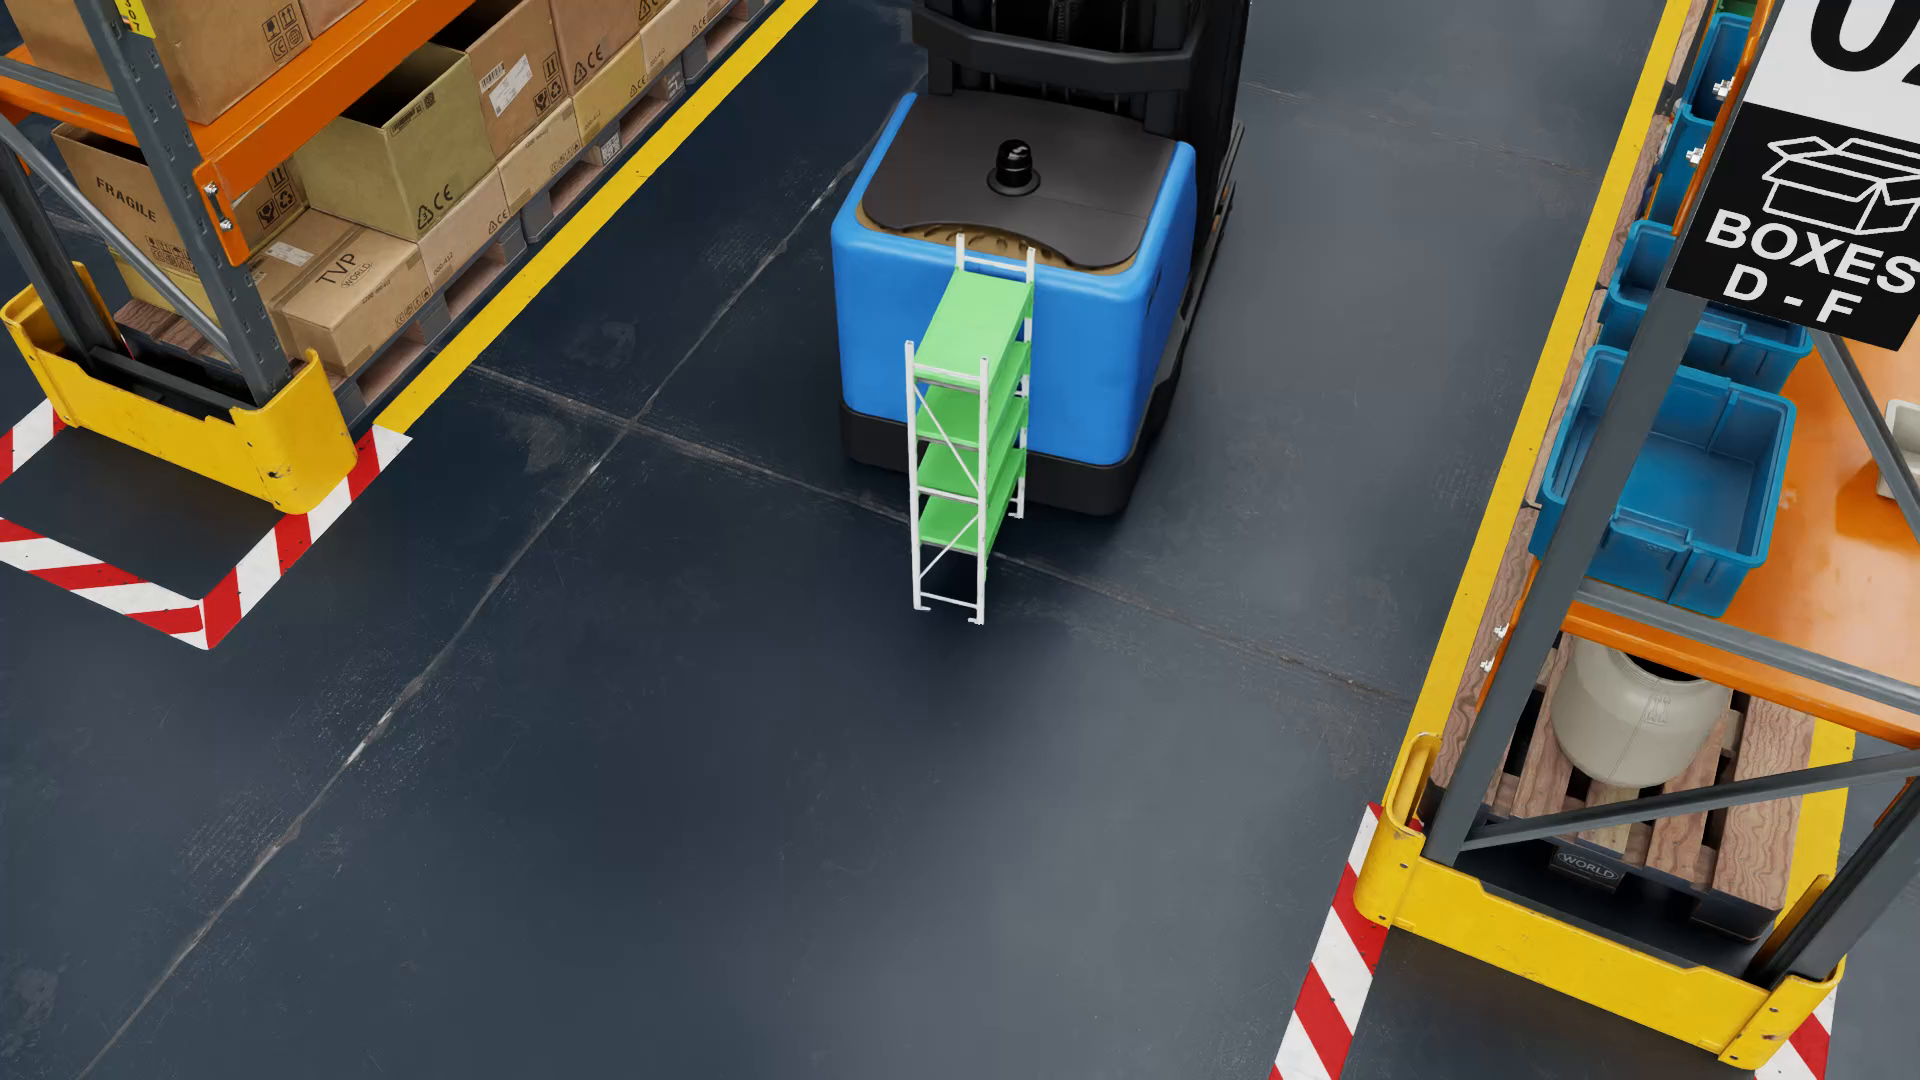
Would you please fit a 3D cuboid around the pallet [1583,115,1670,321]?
[{"bbox_3d":[3.122,-1.157,6.596,1.003,0.211,1.213,20,52,16],"label":"pallet"}]

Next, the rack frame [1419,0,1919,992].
[{"bbox_3d":[1.738,0.245,3.572,1.000,3.000,0.127,20,52,16],"label":"rack frame"}]

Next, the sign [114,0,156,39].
[{"bbox_3d":[-2.240,-1.490,4.428,0.100,0.325,0.005,20,52,16],"label":"sign"}]

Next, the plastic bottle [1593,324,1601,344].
[{"bbox_3d":[2.385,-0.822,5.930,0.144,0.351,0.185,22,53,18],"label":"plastic bottle"}]

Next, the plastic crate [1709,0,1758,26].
[{"bbox_3d":[2.612,-1.598,5.279,0.450,0.188,0.662,20,52,16],"label":"plastic crate"}]

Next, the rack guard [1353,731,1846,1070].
[{"bbox_3d":[1.728,0.988,4.581,1.175,0.500,0.348,20,52,16],"label":"rack guard"}]

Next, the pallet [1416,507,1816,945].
[{"bbox_3d":[2.080,0.524,5.166,1.003,0.211,1.213,20,52,16],"label":"pallet"}]

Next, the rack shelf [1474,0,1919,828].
[{"bbox_3d":[2.592,-0.899,5.018,1.077,0.370,4.000,20,52,16],"label":"rack shelf"}]

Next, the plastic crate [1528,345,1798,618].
[{"bbox_3d":[1.681,-0.149,4.004,0.499,0.251,0.616,20,52,16],"label":"plastic crate"}]

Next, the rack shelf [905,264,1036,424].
[{"bbox_3d":[0.035,-0.585,4.914,0.258,0.148,0.480,13,51,11],"label":"rack shelf"}]

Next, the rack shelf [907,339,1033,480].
[{"bbox_3d":[0.035,-0.429,5.096,0.258,0.148,0.480,13,51,11],"label":"rack shelf"}]

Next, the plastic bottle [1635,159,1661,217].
[{"bbox_3d":[2.727,-1.372,6.399,0.144,0.351,0.185,21,53,17],"label":"plastic bottle"}]

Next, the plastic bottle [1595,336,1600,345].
[{"bbox_3d":[2.259,-0.587,5.779,0.152,0.276,0.135,20,53,16],"label":"plastic bottle"}]

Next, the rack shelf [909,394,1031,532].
[{"bbox_3d":[0.035,-0.274,5.279,0.258,0.148,0.480,13,51,11],"label":"rack shelf"}]

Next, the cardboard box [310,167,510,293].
[{"bbox_3d":[-2.098,-1.256,6.379,0.500,0.250,0.500,20,52,16],"label":"cardboard box"}]

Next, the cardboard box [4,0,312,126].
[{"bbox_3d":[-2.528,-1.719,5.177,0.700,0.500,0.500,20,52,16],"label":"cardboard box"}]

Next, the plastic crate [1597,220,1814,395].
[{"bbox_3d":[1.964,-0.594,4.383,0.499,0.251,0.408,20,52,16],"label":"plastic crate"}]

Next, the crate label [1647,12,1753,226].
[{"bbox_3d":[2.280,-1.122,4.712,0.502,0.435,0.616,20,52,16],"label":"crate label"}]

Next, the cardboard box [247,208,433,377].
[{"bbox_3d":[-2.309,-0.911,6.085,0.500,0.250,0.500,20,52,16],"label":"cardboard box"}]

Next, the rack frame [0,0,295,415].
[{"bbox_3d":[-2.739,-1.369,4.945,1.000,3.000,0.127,20,52,16],"label":"rack frame"}]

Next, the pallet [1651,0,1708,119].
[{"bbox_3d":[3.747,-2.159,7.448,1.003,0.211,1.213,20,52,16],"label":"pallet"}]

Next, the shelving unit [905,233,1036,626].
[{"bbox_3d":[0.035,-0.315,5.230,0.258,1.200,0.503,13,51,11],"label":"shelving unit"}]

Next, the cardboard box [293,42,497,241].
[{"bbox_3d":[-2.097,-1.499,6.093,0.500,0.500,0.500,20,52,16],"label":"cardboard box"}]

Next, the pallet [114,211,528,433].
[{"bbox_3d":[-2.450,-1.006,6.467,1.003,0.211,1.213,20,52,16],"label":"pallet"}]

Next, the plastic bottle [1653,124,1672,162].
[{"bbox_3d":[2.871,-1.598,6.689,0.097,0.201,0.097,0,50,0],"label":"plastic bottle"}]

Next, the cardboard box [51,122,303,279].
[{"bbox_3d":[-2.779,-1.323,5.944,0.500,0.500,0.500,20,52,16],"label":"cardboard box"}]

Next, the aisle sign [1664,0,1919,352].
[{"bbox_3d":[1.439,-0.644,2.622,0.394,0.787,0.004,20,52,16],"label":"aisle sign"}]

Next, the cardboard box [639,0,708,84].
[{"bbox_3d":[-1.453,-2.288,7.257,0.500,0.250,0.500,20,52,16],"label":"cardboard box"}]

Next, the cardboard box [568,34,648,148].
[{"bbox_3d":[-1.666,-1.943,6.964,0.500,0.250,0.500,20,52,16],"label":"cardboard box"}]

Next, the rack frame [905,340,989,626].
[{"bbox_3d":[-0.037,-0.138,5.079,0.240,1.200,0.015,13,51,11],"label":"rack frame"}]

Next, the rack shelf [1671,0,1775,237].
[{"bbox_3d":[2.592,-1.871,3.875,1.077,0.370,4.000,20,52,16],"label":"rack shelf"}]

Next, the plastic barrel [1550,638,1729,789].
[{"bbox_3d":[1.950,0.437,4.766,0.421,0.512,0.421,0,50,0],"label":"plastic barrel"}]

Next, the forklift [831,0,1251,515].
[{"bbox_3d":[0.496,-2.186,5.686,1.130,2.935,3.031,13,51,11],"label":"forklift"}]

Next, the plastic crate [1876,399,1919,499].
[{"bbox_3d":[2.411,-0.181,4.107,0.298,0.136,0.250,20,52,16],"label":"plastic crate"}]

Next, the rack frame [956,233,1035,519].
[{"bbox_3d":[0.106,-0.493,5.382,0.240,1.200,0.015,13,51,11],"label":"rack frame"}]

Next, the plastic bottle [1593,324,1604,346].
[{"bbox_3d":[2.318,-0.682,5.860,0.152,0.276,0.135,18,52,15],"label":"plastic bottle"}]

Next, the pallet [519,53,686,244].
[{"bbox_3d":[-1.928,-1.843,7.179,1.003,0.211,1.213,20,52,16],"label":"pallet"}]

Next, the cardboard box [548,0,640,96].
[{"bbox_3d":[-1.665,-2.186,6.678,0.500,0.500,0.500,20,52,16],"label":"cardboard box"}]

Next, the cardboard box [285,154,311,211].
[{"bbox_3d":[-2.574,-1.428,6.525,0.500,0.250,0.500,20,52,16],"label":"cardboard box"}]

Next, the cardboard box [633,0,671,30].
[{"bbox_3d":[-1.465,-2.535,6.975,0.500,0.500,0.500,20,52,16],"label":"cardboard box"}]

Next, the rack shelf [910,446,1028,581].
[{"bbox_3d":[0.035,-0.118,5.462,0.258,0.148,0.480,13,51,11],"label":"rack shelf"}]

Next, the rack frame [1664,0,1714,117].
[{"bbox_3d":[3.447,-2.509,5.915,1.000,3.000,0.127,20,52,16],"label":"rack frame"}]

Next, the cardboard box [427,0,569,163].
[{"bbox_3d":[-1.895,-1.847,6.390,0.500,0.500,0.500,20,52,16],"label":"cardboard box"}]

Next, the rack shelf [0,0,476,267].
[{"bbox_3d":[-1.885,-2.513,6.391,1.077,0.370,4.000,20,52,16],"label":"rack shelf"}]

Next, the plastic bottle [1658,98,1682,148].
[{"bbox_3d":[2.914,-1.691,6.722,0.097,0.271,0.097,0,50,0],"label":"plastic bottle"}]

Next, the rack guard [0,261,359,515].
[{"bbox_3d":[-2.749,-0.542,5.883,1.175,0.500,0.348,20,52,16],"label":"rack guard"}]

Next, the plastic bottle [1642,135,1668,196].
[{"bbox_3d":[2.801,-1.461,6.523,0.152,0.276,0.135,22,53,17],"label":"plastic bottle"}]

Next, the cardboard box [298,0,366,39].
[{"bbox_3d":[-2.308,-2.082,5.486,0.700,0.500,0.500,21,53,17],"label":"cardboard box"}]

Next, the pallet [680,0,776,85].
[{"bbox_3d":[-1.408,-2.686,7.897,1.003,0.211,1.213,20,52,16],"label":"pallet"}]

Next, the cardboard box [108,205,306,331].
[{"bbox_3d":[-2.777,-1.079,6.229,0.500,0.250,0.500,20,52,16],"label":"cardboard box"}]

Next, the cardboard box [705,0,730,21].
[{"bbox_3d":[-1.253,-2.637,7.554,0.500,0.250,0.500,20,52,16],"label":"cardboard box"}]

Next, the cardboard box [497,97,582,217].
[{"bbox_3d":[-1.884,-1.601,6.672,0.500,0.250,0.500,20,52,16],"label":"cardboard box"}]

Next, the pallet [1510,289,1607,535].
[{"bbox_3d":[2.602,-0.313,5.878,1.003,0.211,1.213,20,52,16],"label":"pallet"}]

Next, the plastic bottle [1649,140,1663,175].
[{"bbox_3d":[2.828,-1.528,6.629,0.097,0.201,0.097,0,50,0],"label":"plastic bottle"}]

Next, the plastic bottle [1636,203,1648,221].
[{"bbox_3d":[2.538,-1.120,6.229,0.061,0.283,0.133,22,53,18],"label":"plastic bottle"}]

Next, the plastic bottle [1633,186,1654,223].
[{"bbox_3d":[2.646,-1.242,6.288,0.144,0.351,0.185,18,52,15],"label":"plastic bottle"}]
